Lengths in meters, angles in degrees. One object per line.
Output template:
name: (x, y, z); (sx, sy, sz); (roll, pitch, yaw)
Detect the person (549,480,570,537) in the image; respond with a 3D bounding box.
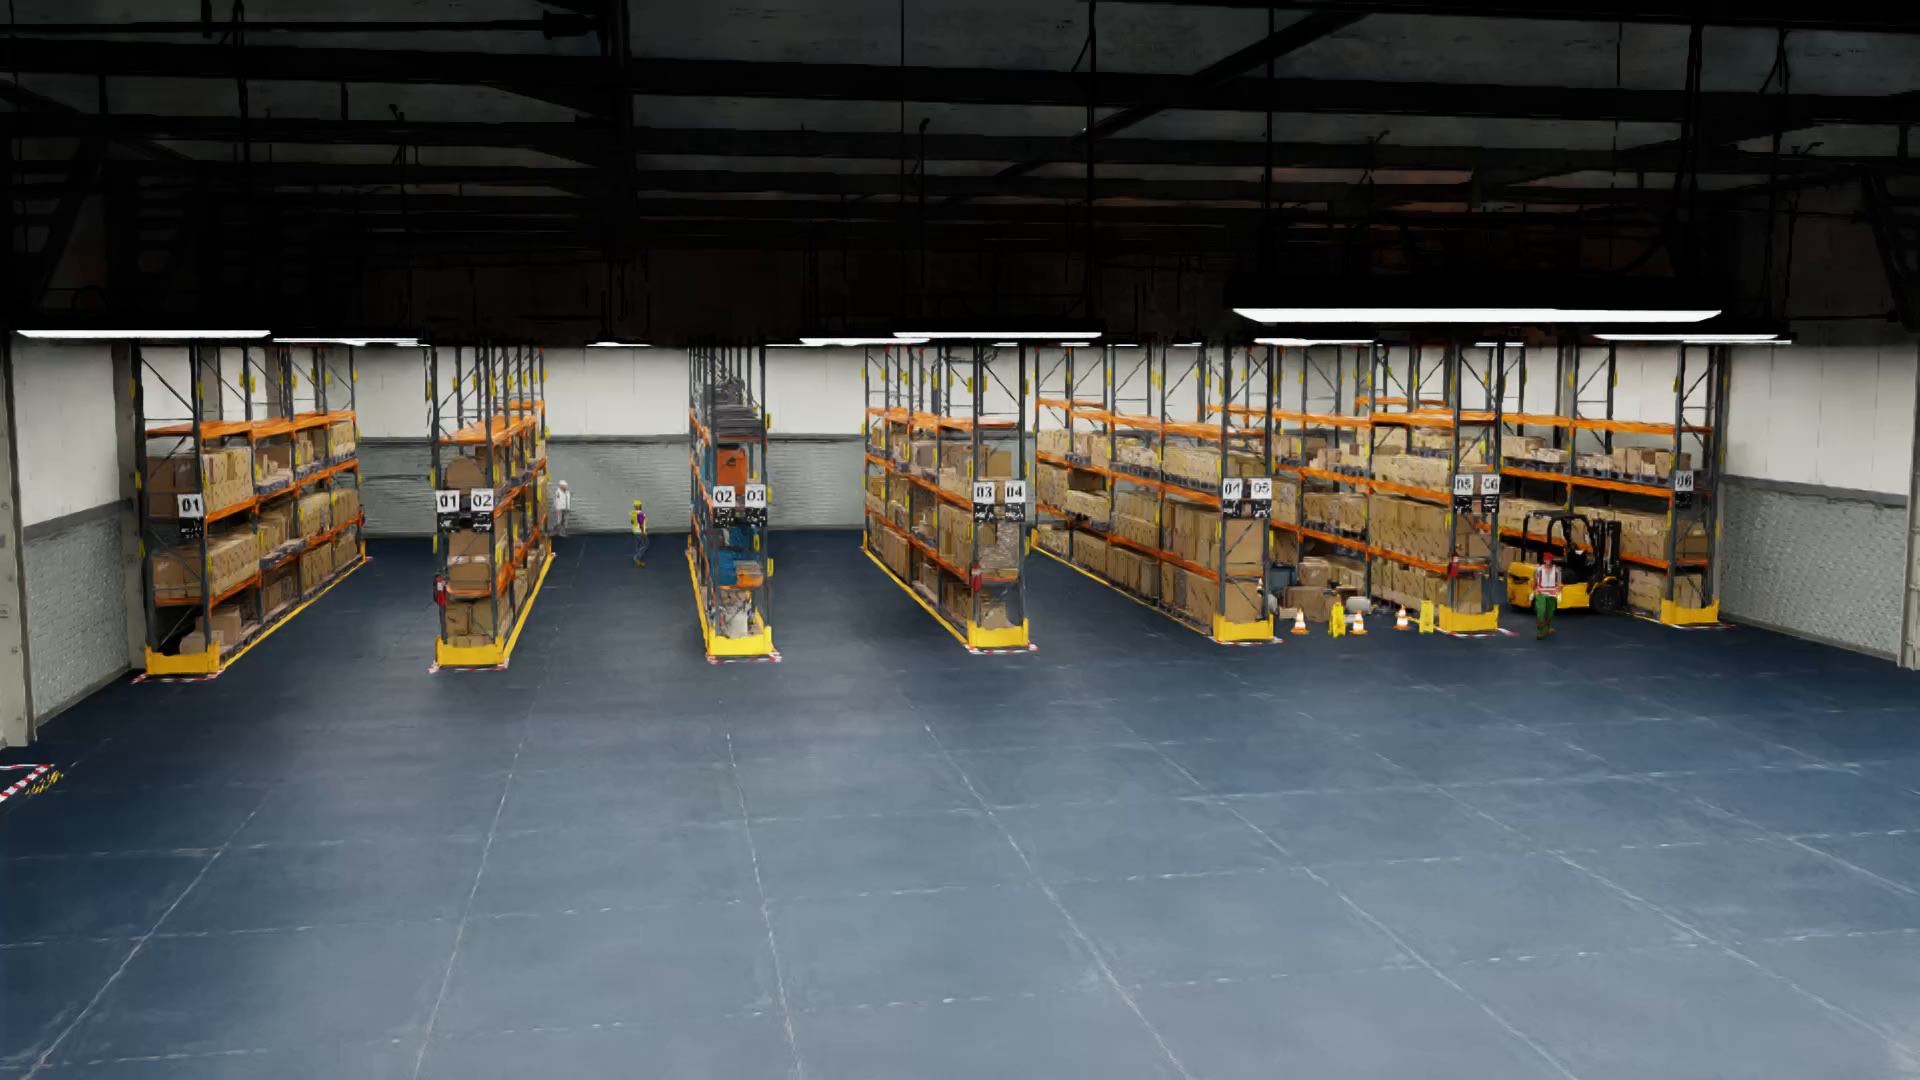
person: (-12.192, -0.959, 50.649); (0.515, 1.762, 0.694); (5, 8, 39)

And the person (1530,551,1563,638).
person: (11.702, 1.073, 33.186); (0.593, 1.734, 0.988); (1, 7, 10)

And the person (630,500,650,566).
person: (-8.475, -0.183, 43.911); (0.457, 1.762, 0.606); (-5, 8, -37)

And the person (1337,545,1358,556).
person: (10.779, -0.462, 46.246); (0.585, 1.763, 0.682); (1, 7, 12)

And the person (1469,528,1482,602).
person: (11.633, 0.561, 37.731); (0.477, 1.675, 0.493); (2, 7, 20)
